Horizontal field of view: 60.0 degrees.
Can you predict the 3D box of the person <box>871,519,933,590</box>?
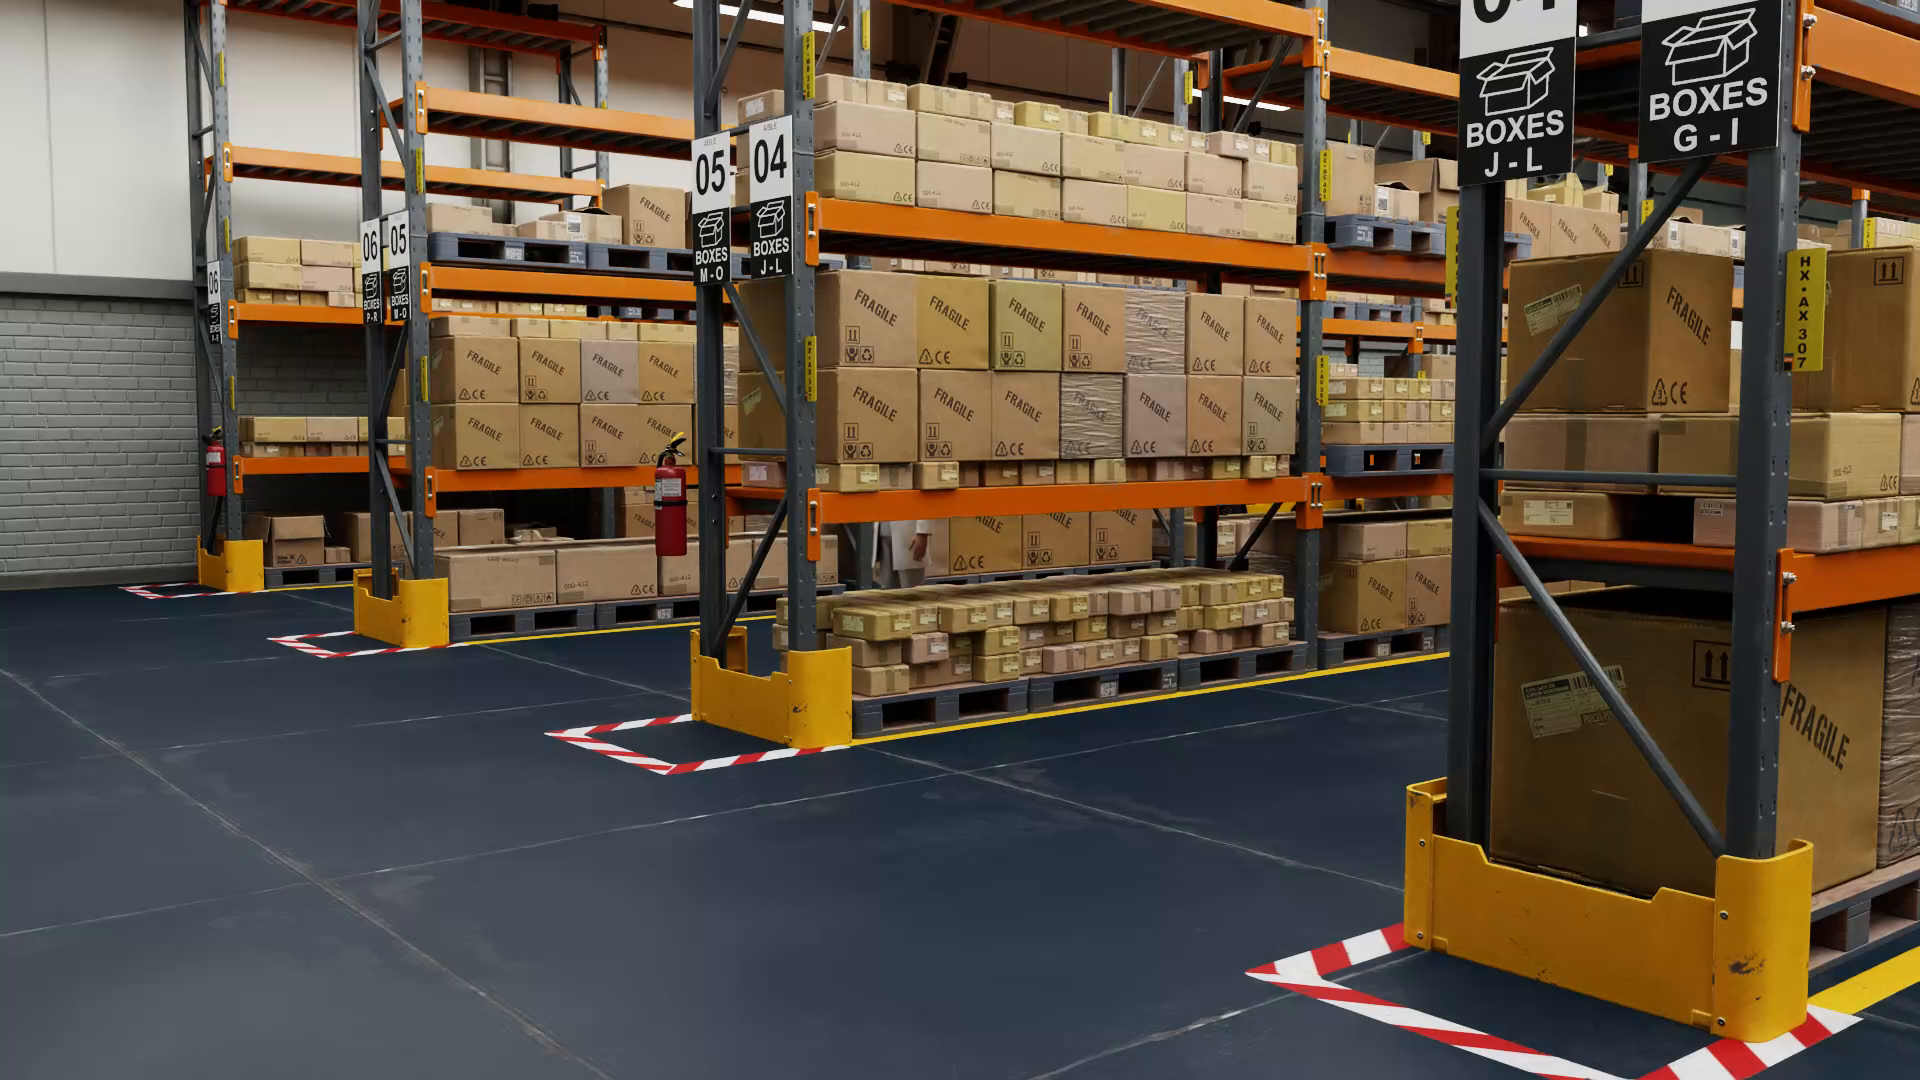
[{"bbox_3d":[-0.391,-0.030,11.362,0.385,1.789,0.578,-3,5,-39],"label":"person"}]
